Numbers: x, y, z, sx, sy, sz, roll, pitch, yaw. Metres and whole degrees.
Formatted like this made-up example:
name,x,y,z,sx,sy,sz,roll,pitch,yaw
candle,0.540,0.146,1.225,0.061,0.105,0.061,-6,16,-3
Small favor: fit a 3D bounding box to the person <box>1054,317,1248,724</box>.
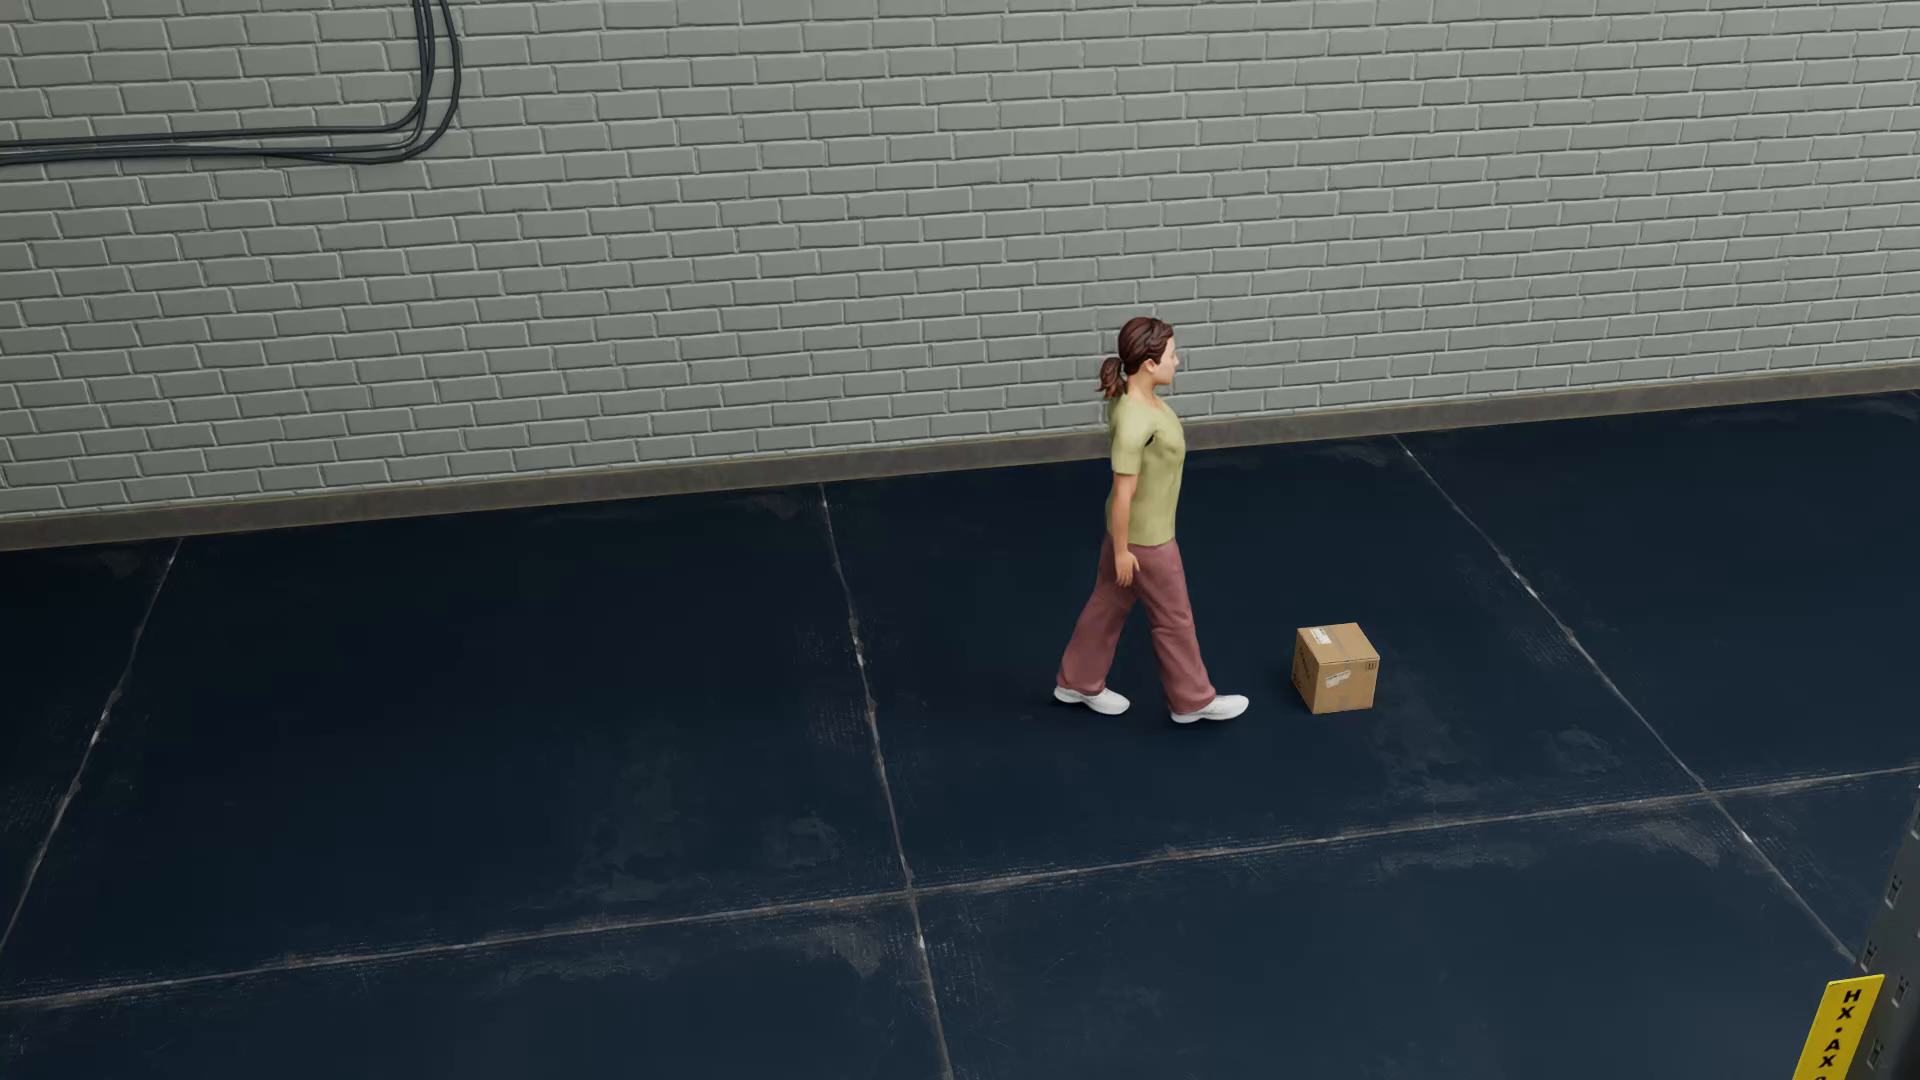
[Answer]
name,x,y,z,sx,sy,sz,roll,pitch,yaw
person,0.752,-0.045,6.209,0.758,1.652,0.465,1,31,1
